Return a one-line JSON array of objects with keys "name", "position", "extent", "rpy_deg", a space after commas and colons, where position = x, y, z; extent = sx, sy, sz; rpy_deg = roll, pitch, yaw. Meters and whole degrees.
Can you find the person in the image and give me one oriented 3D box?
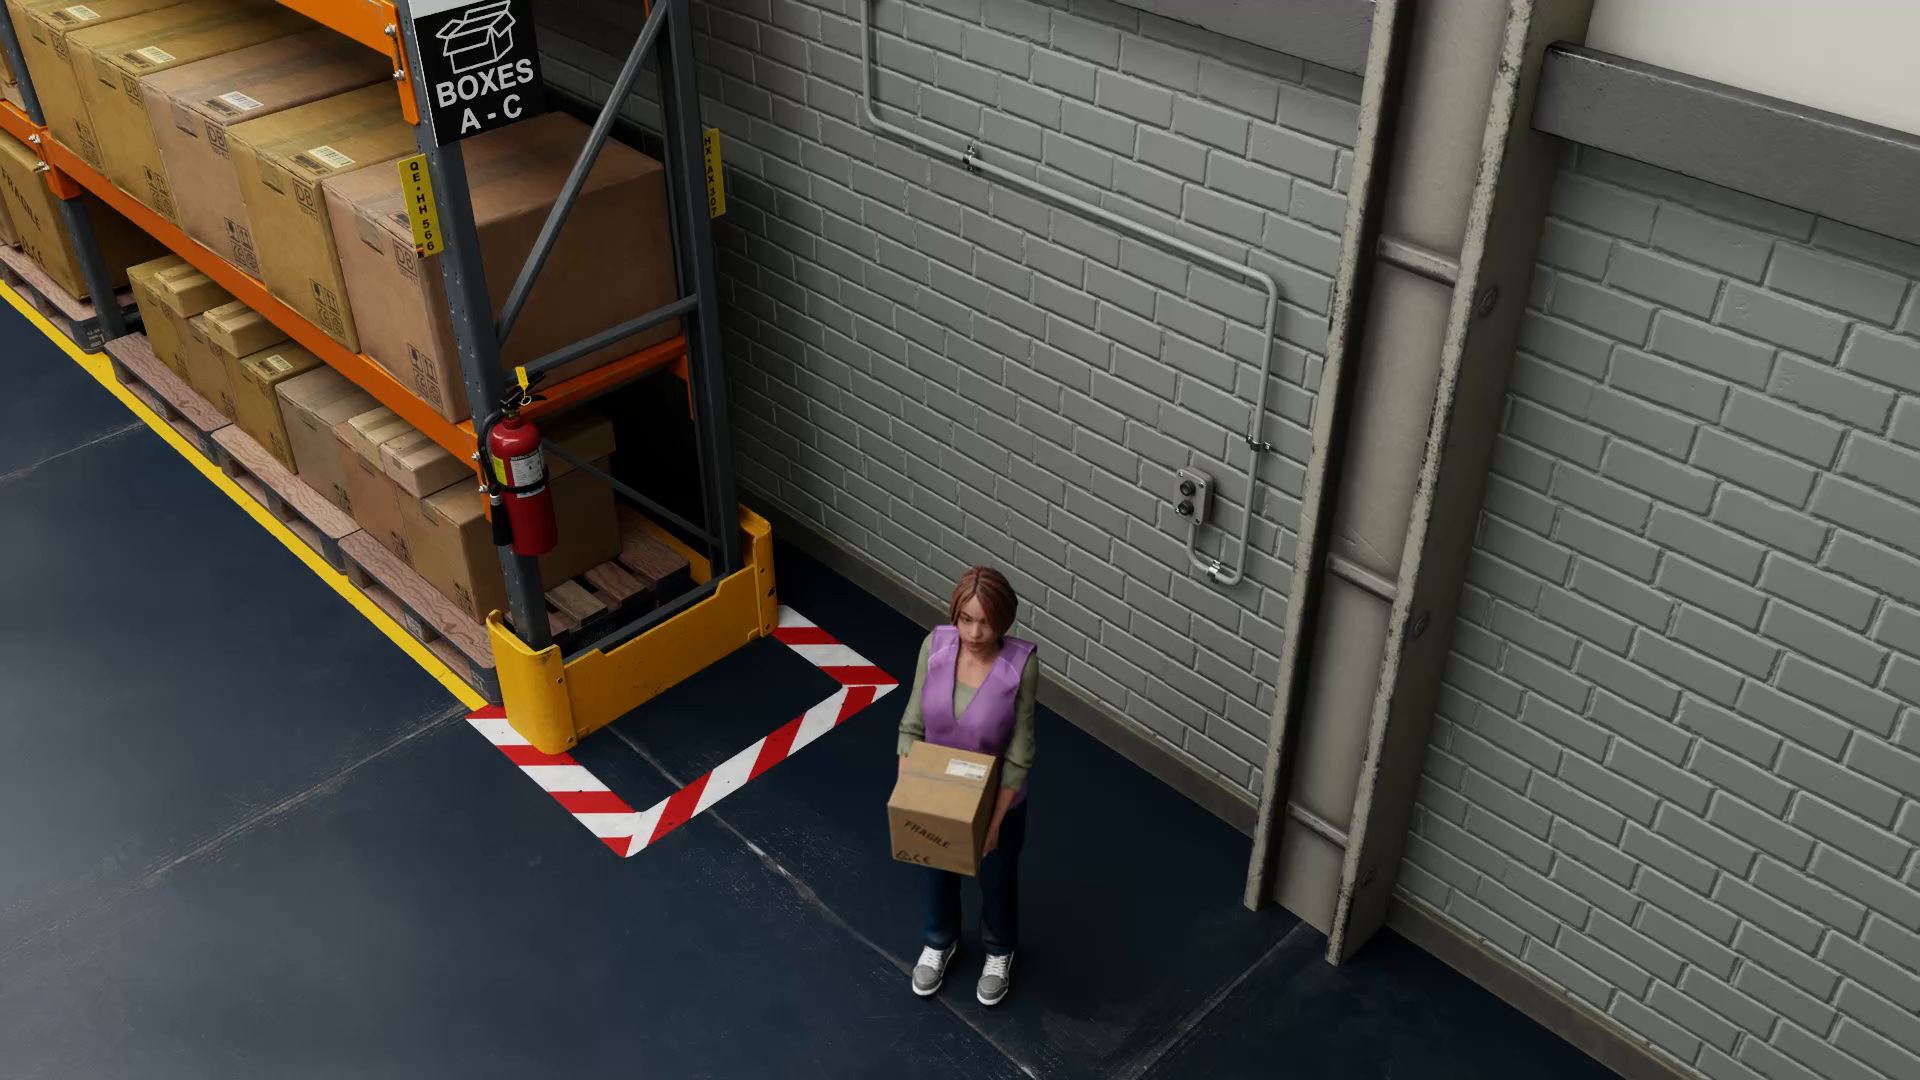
[{"name": "person", "position": [0.014, 0.811, 5.037], "extent": [0.412, 1.593, 0.488], "rpy_deg": [10, 37, 13]}]
